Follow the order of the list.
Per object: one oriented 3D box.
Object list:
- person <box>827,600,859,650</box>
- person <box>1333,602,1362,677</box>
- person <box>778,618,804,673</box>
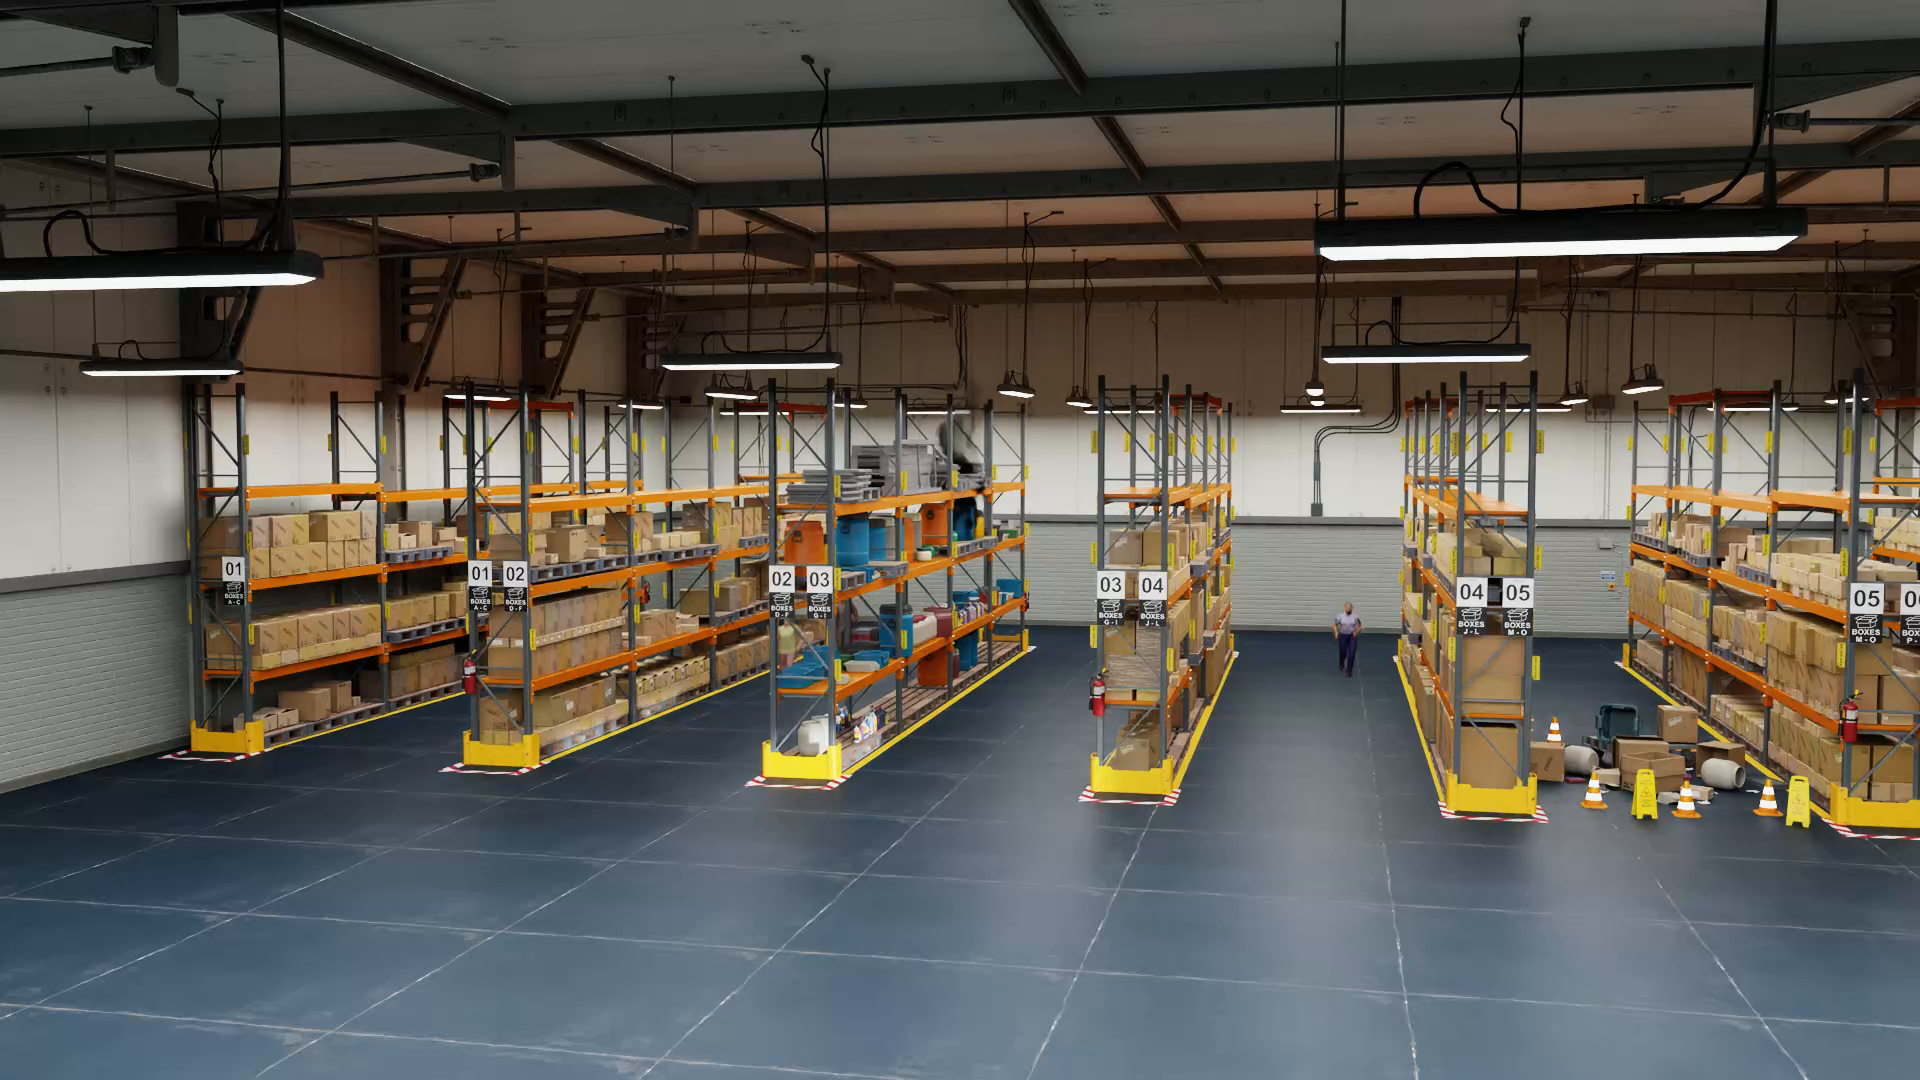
[{"bbox_3d":[-2.626,2.013,37.036,0.742,1.748,0.866,0,3,5],"label":"person"},{"bbox_3d":[8.393,2.152,35.983,0.615,1.605,0.551,0,3,9],"label":"person"},{"bbox_3d":[-3.464,2.275,33.443,0.593,1.635,0.894,0,3,4],"label":"person"}]
